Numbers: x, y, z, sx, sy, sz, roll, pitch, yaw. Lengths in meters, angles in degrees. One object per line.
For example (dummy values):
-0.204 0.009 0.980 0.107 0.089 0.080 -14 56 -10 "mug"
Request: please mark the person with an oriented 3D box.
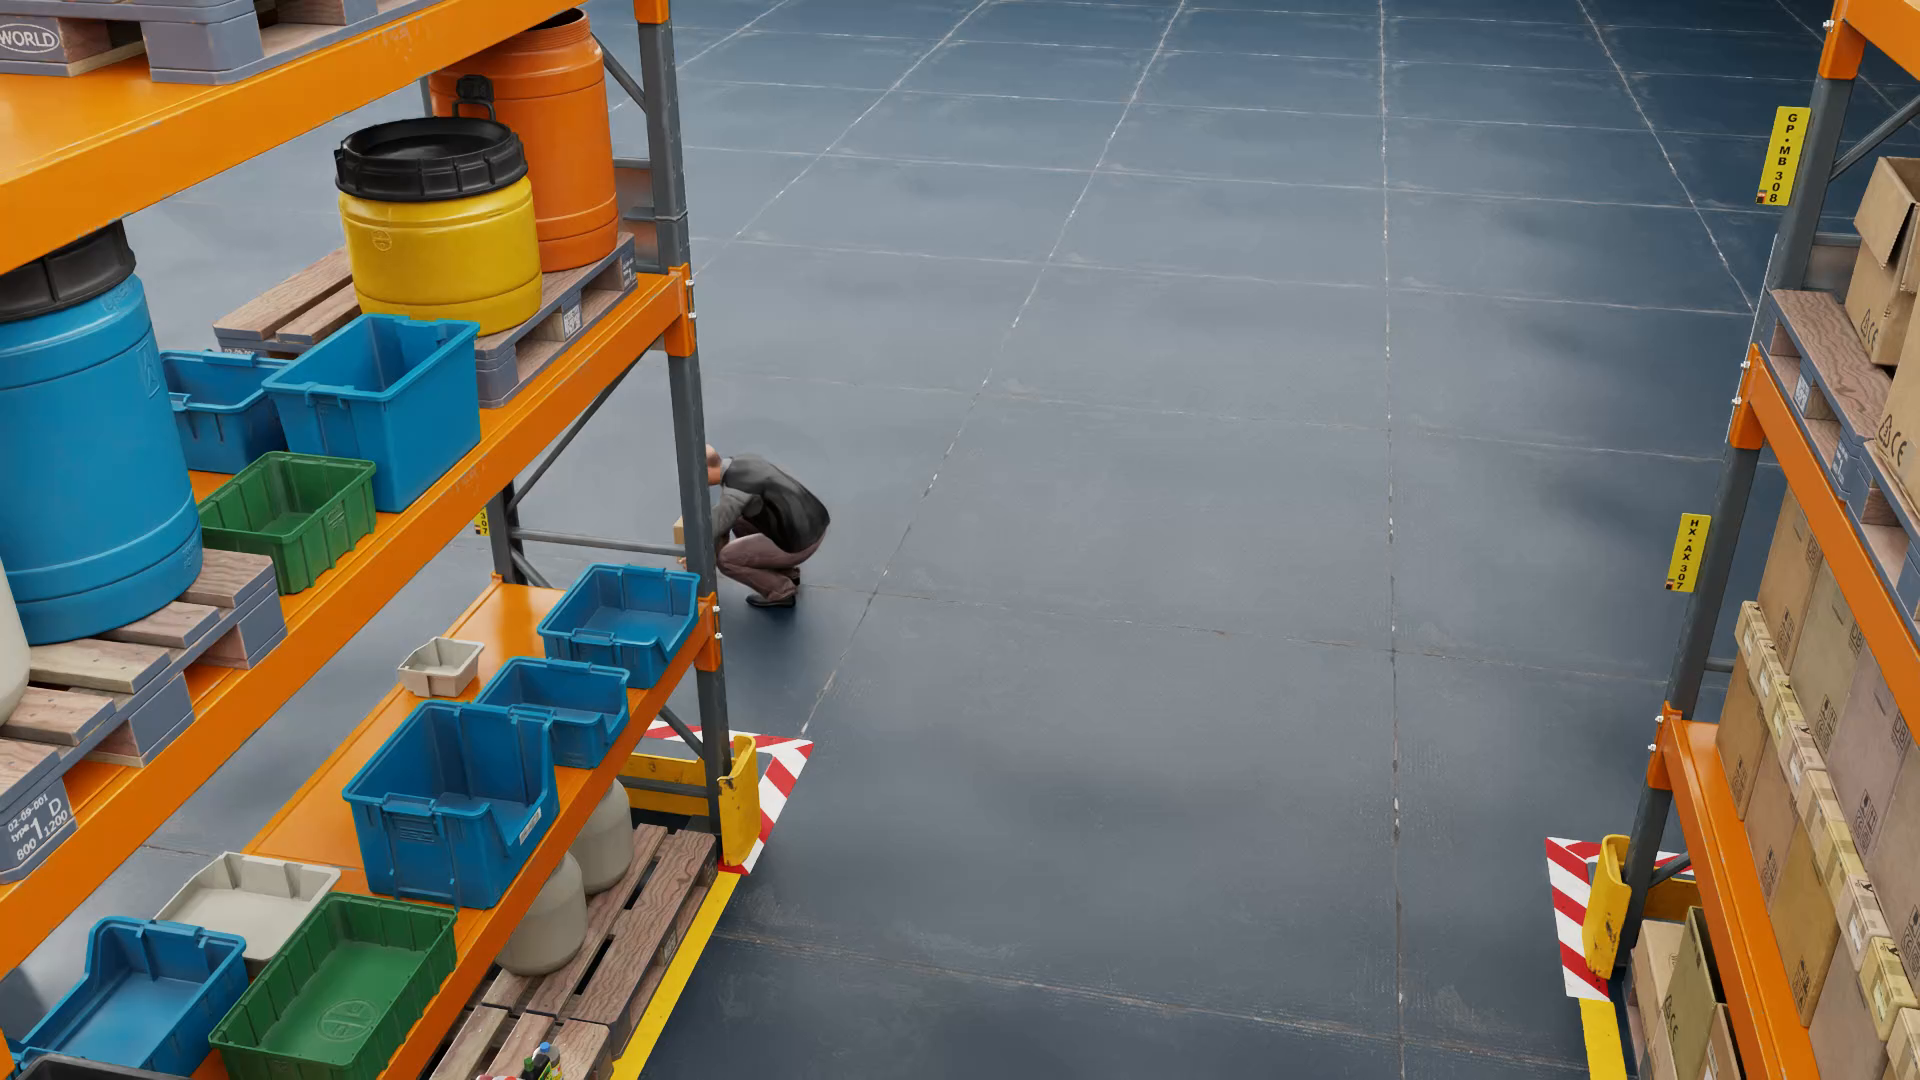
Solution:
-1.197 -0.114 9.655 0.851 0.967 0.534 6 29 11 "person"
